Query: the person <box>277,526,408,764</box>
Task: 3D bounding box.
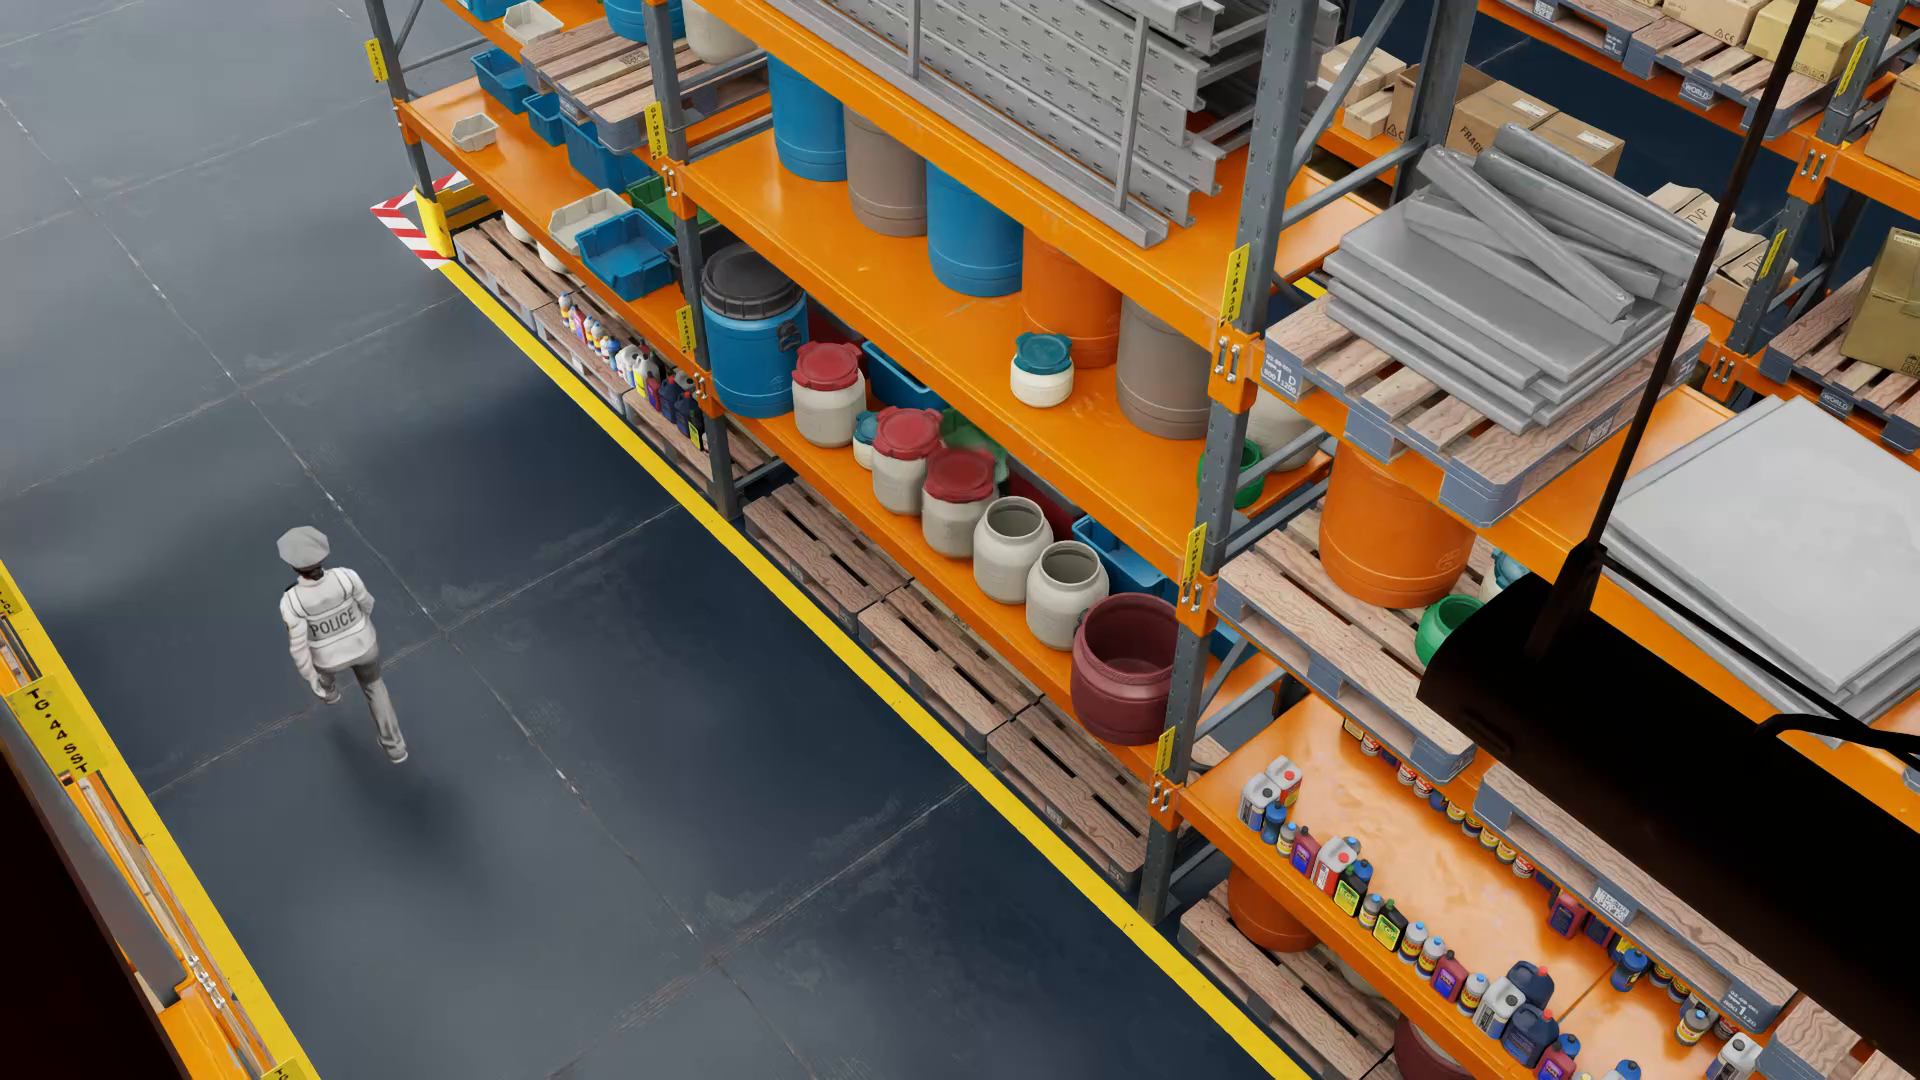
[{"bbox_3d":[-3.417,0.496,9.085,0.500,1.514,0.897,-24,51,-21],"label":"person"}]
